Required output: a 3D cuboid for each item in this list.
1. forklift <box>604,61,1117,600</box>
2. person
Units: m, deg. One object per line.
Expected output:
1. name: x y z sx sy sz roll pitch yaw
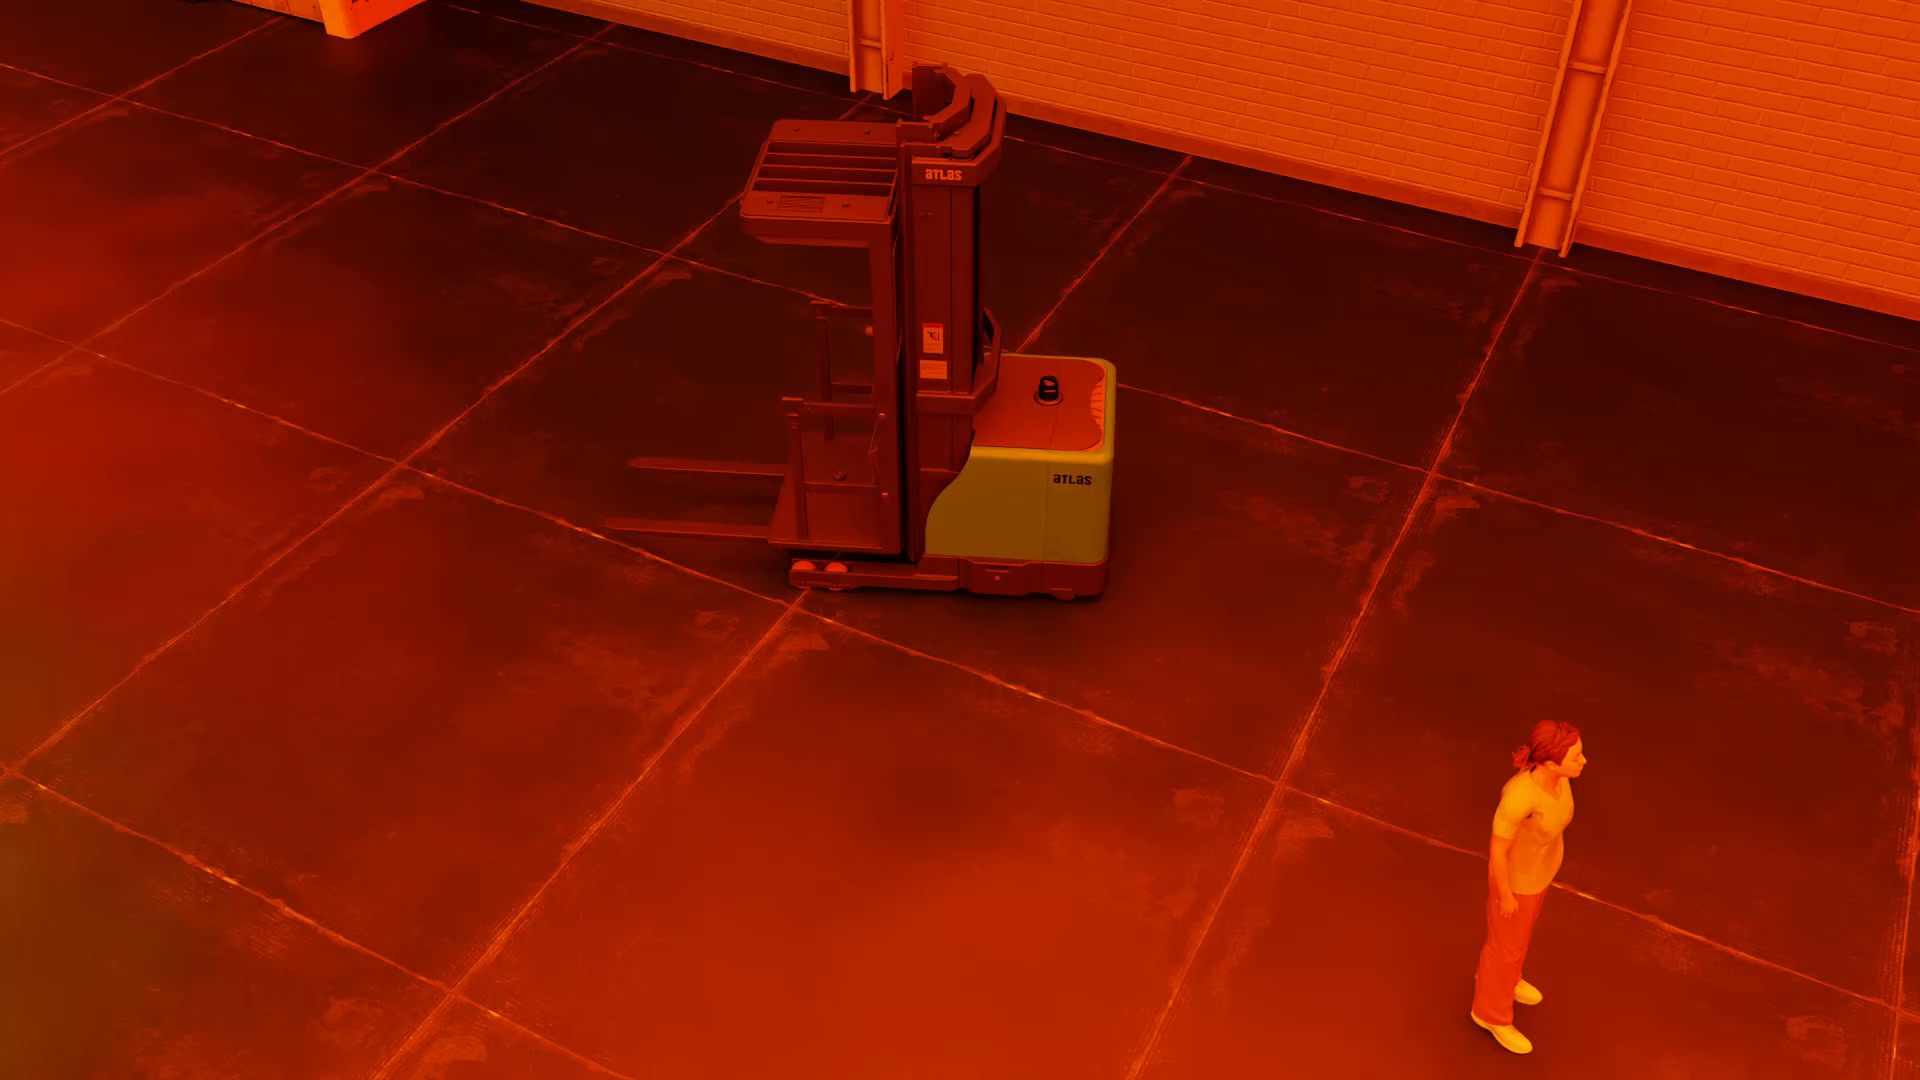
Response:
1. forklift: -0.606 -1.157 9.360 3.031 2.935 1.130 3 40 4
2. person: 2.461 1.411 7.228 0.407 1.611 0.537 28 48 29
